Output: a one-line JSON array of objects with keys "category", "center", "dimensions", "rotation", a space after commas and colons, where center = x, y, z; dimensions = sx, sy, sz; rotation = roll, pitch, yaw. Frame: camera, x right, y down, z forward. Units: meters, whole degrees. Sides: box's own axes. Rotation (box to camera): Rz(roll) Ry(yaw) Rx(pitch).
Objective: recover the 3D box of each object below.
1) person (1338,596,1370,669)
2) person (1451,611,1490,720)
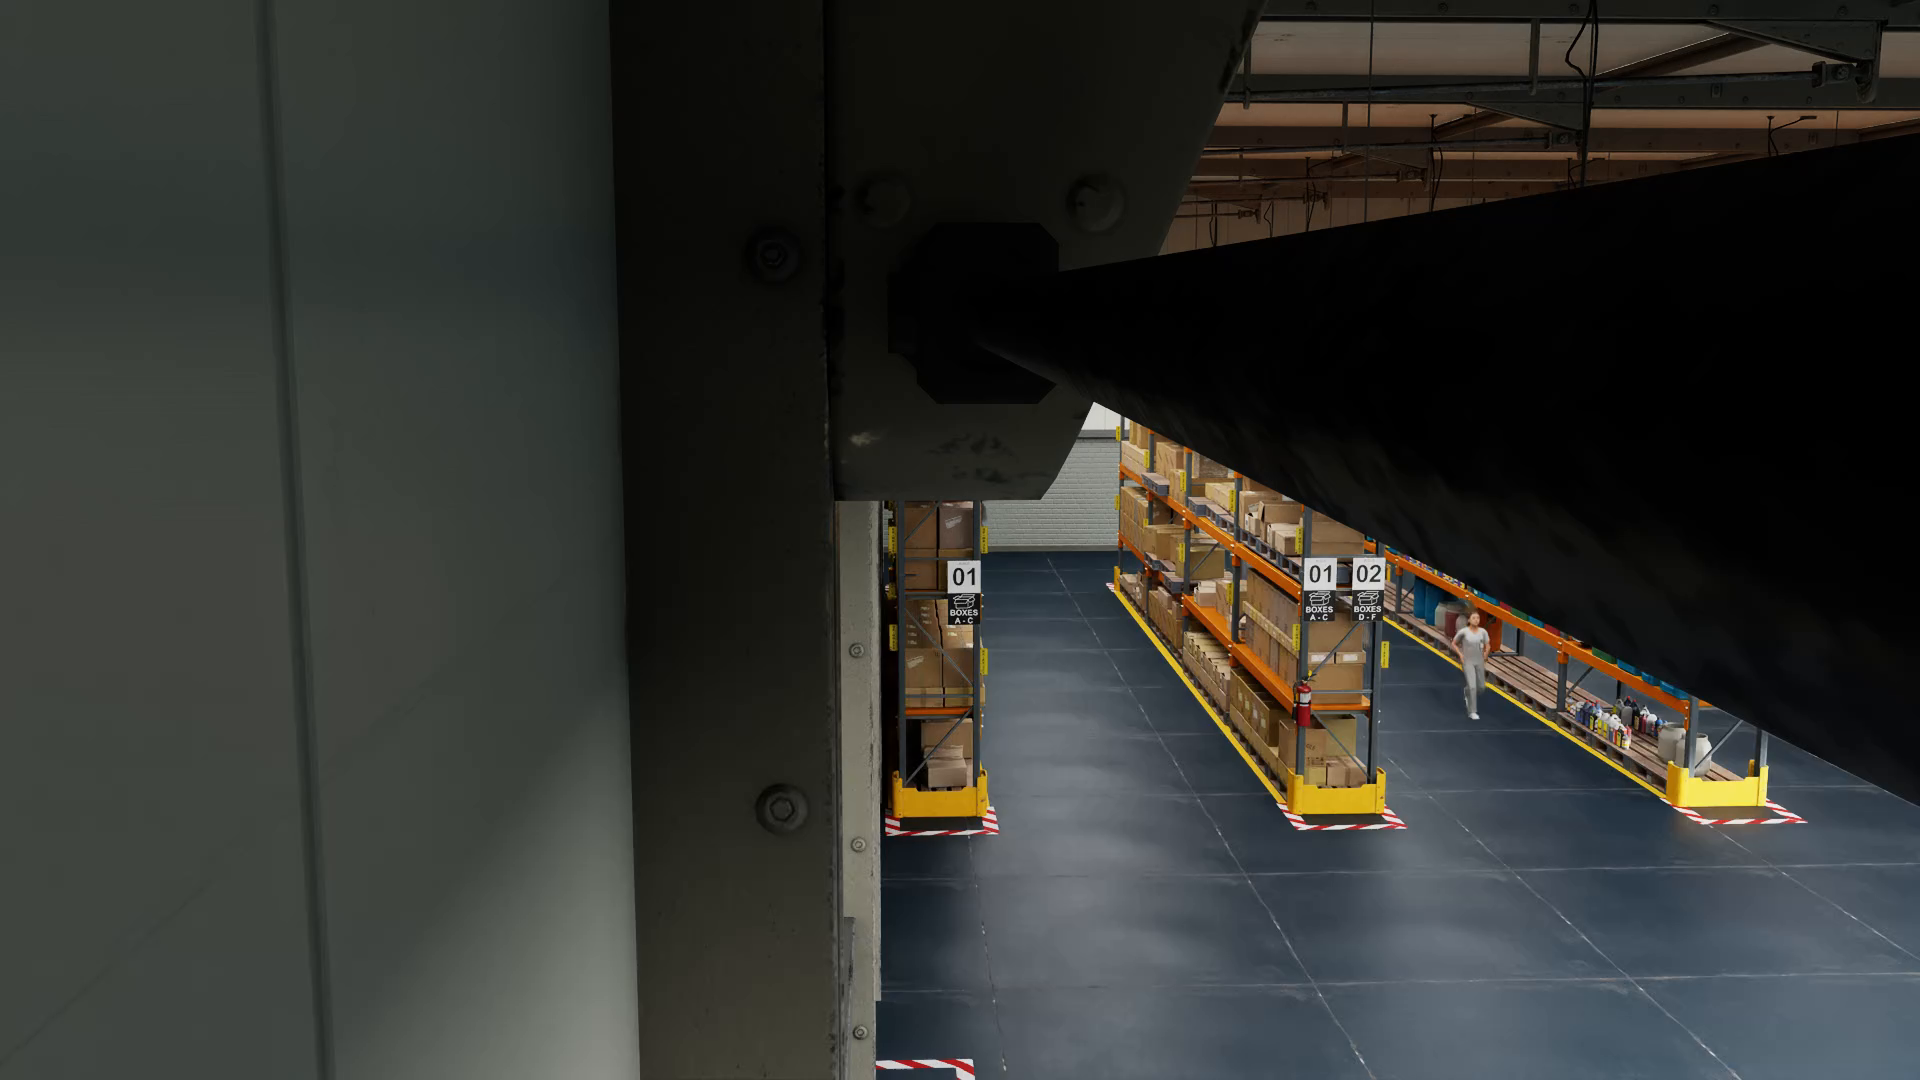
[{"category": "person", "center": [6.840, 1.341, 28.727], "dimensions": [0.683, 1.745, 0.730], "rotation": [-1, 8, -6]}, {"category": "person", "center": [7.802, 1.880, 25.390], "dimensions": [0.571, 1.628, 0.753], "rotation": [0, 8, -3]}]
